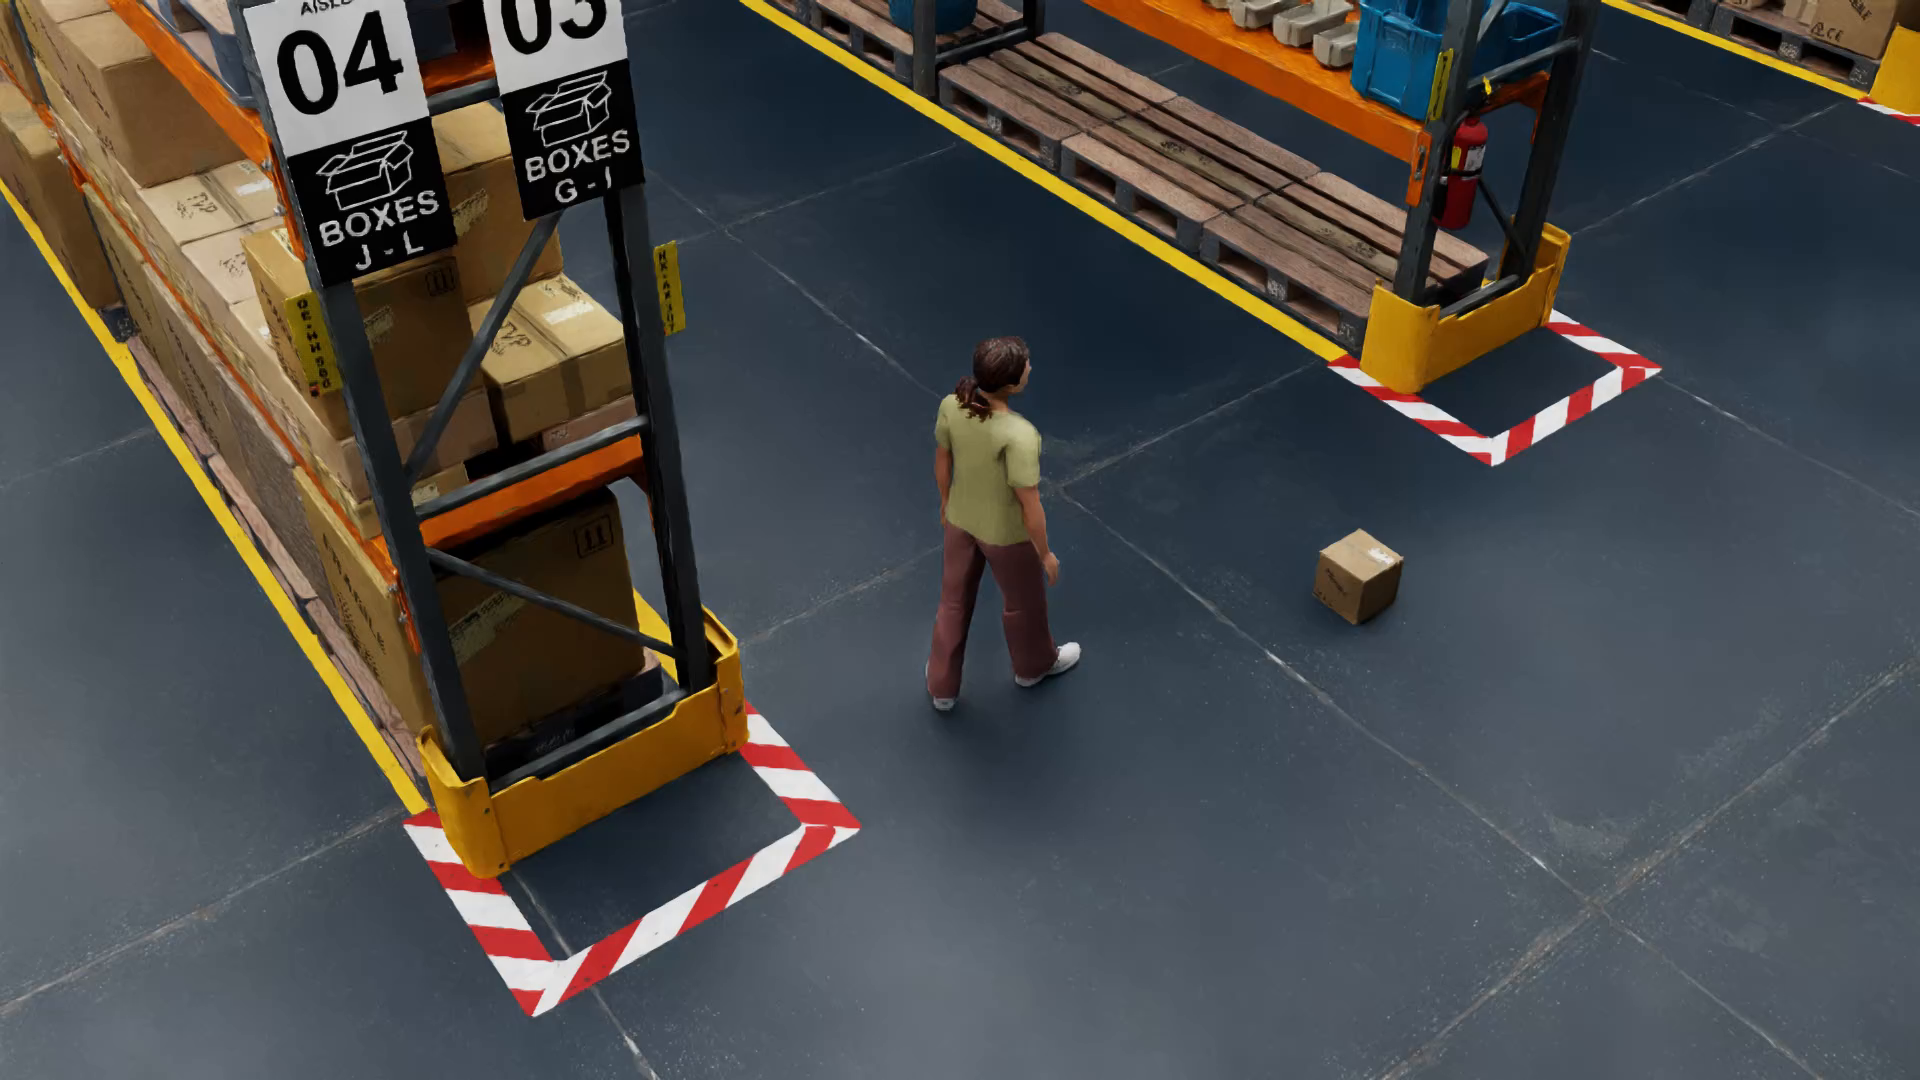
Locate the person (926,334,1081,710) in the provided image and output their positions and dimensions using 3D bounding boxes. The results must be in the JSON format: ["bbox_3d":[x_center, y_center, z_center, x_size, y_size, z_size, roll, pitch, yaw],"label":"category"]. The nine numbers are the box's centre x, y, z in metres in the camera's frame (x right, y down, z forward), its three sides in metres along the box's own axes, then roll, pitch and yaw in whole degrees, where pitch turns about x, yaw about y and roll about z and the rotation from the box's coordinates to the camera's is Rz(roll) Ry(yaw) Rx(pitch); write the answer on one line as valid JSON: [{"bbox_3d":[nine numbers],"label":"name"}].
[{"bbox_3d":[0.164,-0.064,6.218,0.576,1.665,0.623,26,47,28],"label":"person"}]
